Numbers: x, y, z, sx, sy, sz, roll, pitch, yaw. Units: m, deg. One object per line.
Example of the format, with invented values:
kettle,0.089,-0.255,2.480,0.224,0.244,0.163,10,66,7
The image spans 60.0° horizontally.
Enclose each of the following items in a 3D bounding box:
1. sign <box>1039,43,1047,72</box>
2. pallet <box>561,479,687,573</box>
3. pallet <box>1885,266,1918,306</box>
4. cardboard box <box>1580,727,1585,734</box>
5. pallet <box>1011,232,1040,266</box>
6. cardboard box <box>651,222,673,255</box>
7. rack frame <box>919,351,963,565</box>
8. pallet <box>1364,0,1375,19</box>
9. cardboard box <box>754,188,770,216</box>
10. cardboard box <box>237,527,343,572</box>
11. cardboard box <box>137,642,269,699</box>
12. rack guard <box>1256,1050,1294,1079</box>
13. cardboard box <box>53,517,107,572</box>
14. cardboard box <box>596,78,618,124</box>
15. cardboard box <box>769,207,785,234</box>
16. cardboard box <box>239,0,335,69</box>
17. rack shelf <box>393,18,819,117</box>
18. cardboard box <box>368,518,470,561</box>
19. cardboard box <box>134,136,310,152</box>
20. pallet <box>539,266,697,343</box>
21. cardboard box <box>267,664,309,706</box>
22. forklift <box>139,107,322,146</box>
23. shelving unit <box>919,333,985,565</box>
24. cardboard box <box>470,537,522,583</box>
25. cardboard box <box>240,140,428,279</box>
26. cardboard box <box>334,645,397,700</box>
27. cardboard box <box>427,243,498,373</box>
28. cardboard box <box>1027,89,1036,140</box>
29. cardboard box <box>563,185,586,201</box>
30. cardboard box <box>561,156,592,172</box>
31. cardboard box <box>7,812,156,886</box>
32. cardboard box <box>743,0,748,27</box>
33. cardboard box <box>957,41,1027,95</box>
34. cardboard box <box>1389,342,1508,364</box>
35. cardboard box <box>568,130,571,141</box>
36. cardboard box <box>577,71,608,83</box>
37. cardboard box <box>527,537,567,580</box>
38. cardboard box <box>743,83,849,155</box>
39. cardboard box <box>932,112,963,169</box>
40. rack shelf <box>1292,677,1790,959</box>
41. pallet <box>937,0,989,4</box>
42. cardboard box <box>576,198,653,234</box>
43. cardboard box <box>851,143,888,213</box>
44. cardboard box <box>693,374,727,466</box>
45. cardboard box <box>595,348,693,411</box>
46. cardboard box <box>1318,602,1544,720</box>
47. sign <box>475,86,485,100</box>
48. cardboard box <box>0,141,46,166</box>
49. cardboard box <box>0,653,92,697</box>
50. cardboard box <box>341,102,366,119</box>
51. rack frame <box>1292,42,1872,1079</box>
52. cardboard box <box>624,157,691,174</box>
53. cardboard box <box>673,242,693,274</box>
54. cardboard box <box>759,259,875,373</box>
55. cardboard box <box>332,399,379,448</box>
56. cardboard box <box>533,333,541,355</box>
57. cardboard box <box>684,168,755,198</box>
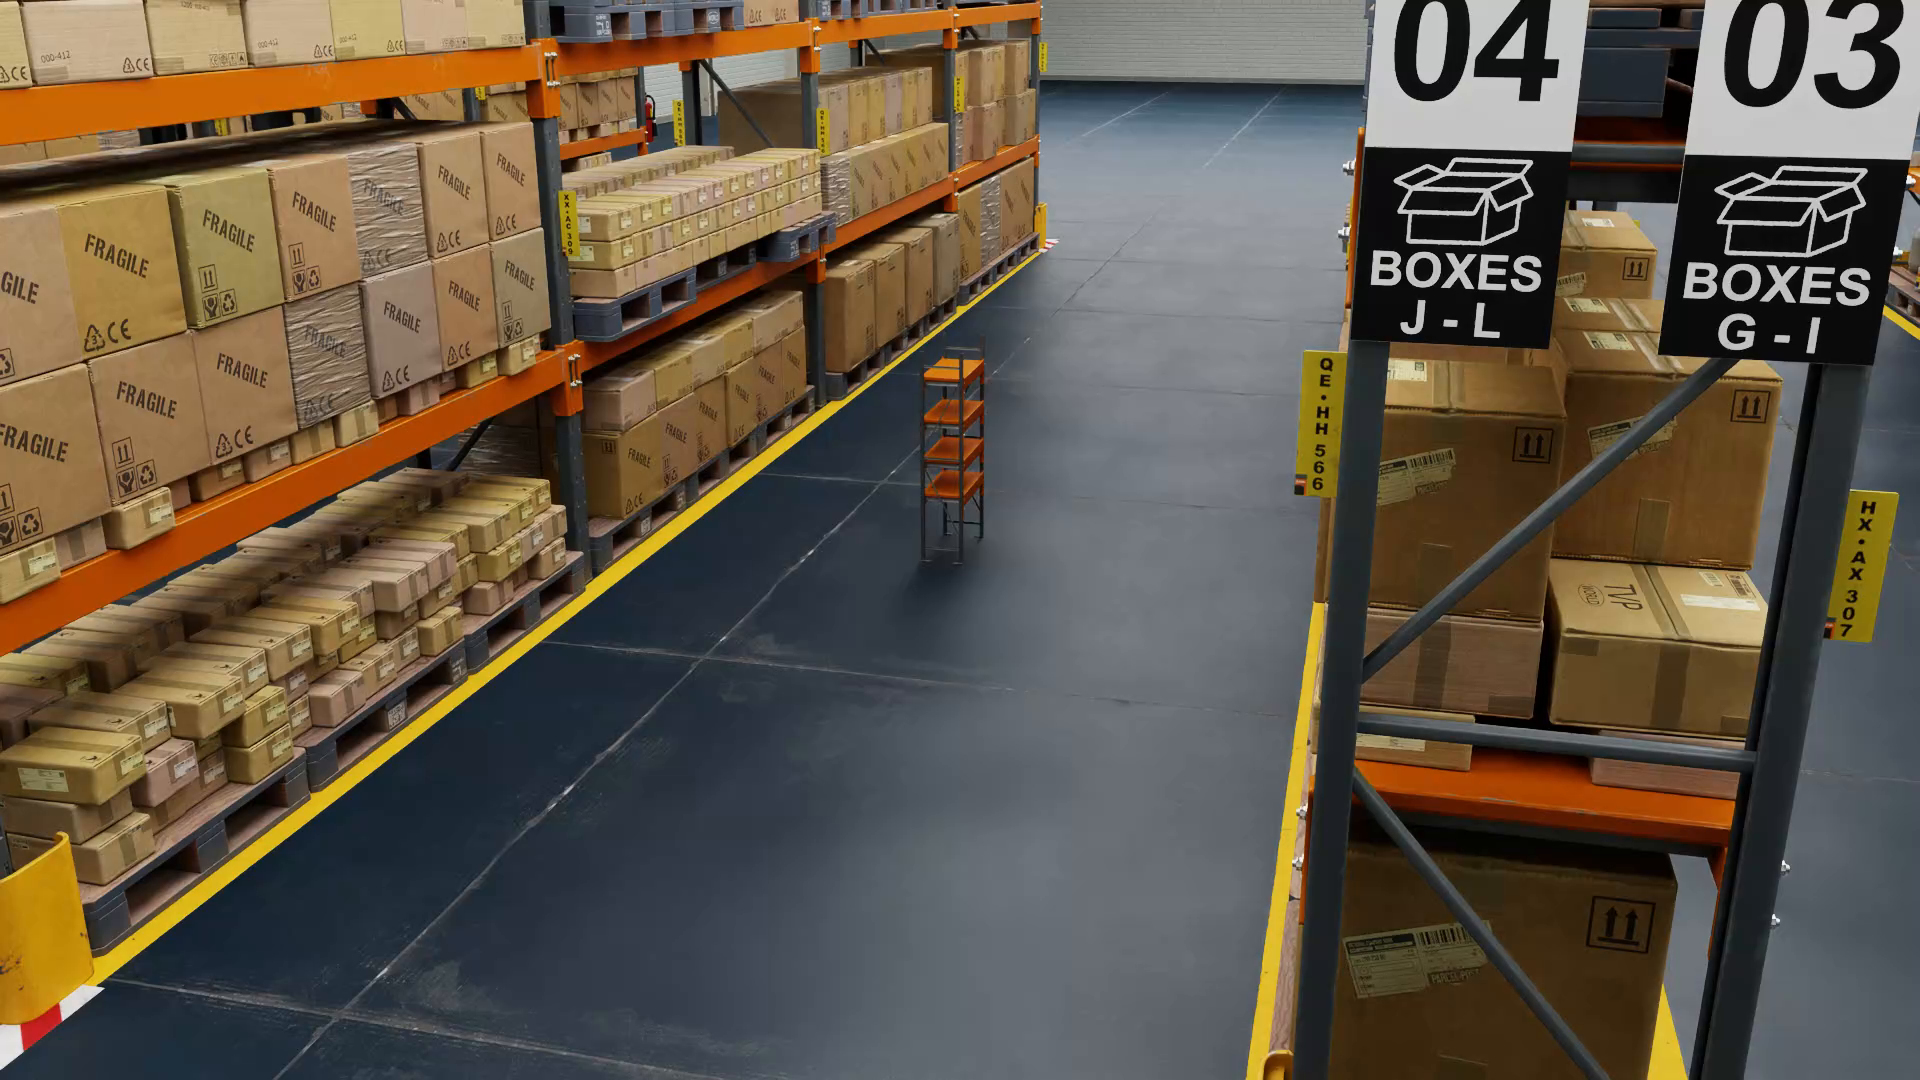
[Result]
sign,0.959,-5.594,19.267,0.100,0.325,0.005,5,19,13
pallet,-2.307,-0.145,9.784,1.003,0.211,1.213,5,19,13
pallet,9.847,-2.565,16.872,1.003,0.211,1.213,5,19,13
cardboard box,1.780,0.410,4.235,0.380,0.149,0.250,4,19,13
pallet,0.317,-3.405,19.329,1.003,0.211,1.213,5,19,13
cardboard box,-1.829,-1.690,9.274,0.380,0.149,0.250,5,20,15
rack frame,-0.100,-0.439,9.118,0.240,1.200,0.015,5,19,13
pallet,3.739,-4.124,12.772,1.213,0.211,1.003,5,19,13
cardboard box,-1.448,-2.181,10.711,0.380,0.149,0.250,5,19,13
cardboard box,-3.103,0.062,7.706,0.380,0.149,0.250,5,20,15
cardboard box,-2.899,0.516,6.376,0.380,0.149,0.250,4,19,11
rack guard,1.306,1.647,4.091,1.175,0.500,0.348,5,19,13
cardboard box,-3.054,-0.006,5.453,0.380,0.149,0.250,5,20,15
cardboard box,-4.381,-5.180,19.598,0.500,0.500,0.500,5,19,14
cardboard box,-1.383,-2.127,11.012,0.380,0.149,0.250,4,19,13
cardboard box,-2.733,-1.923,6.269,0.500,0.250,0.500,5,19,13
rack shelf,-2.007,-2.926,10.086,1.077,0.370,4.000,5,19,13
cardboard box,-2.547,0.018,7.835,0.380,0.149,0.250,5,20,15
cardboard box,-3.107,-1.440,7.101,0.500,0.500,0.500,5,19,14
pallet,-2.168,-1.357,9.318,1.003,0.211,1.213,5,19,13
cardboard box,-2.860,0.572,6.674,0.380,0.149,0.250,4,19,11
forklift,-4.658,-2.068,11.208,1.130,2.935,3.031,1,19,2
shelving unit,-0.040,-0.516,9.342,0.258,1.200,0.503,5,19,13
cardboard box,-2.367,0.085,8.100,0.380,0.149,0.250,4,19,11
cardboard box,-2.608,-1.391,6.957,0.500,0.500,0.500,5,20,15
cardboard box,-2.670,0.559,7.171,0.380,0.149,0.250,5,19,13
cardboard box,-2.468,-1.072,7.569,0.500,0.500,0.500,4,19,12
cardboard box,0.389,-4.932,19.255,0.875,0.550,0.550,5,19,13
cardboard box,-2.393,-1.970,9.633,0.380,0.149,0.250,5,19,13
cardboard box,-4.487,-4.347,19.214,0.380,0.149,0.250,6,20,16
cardboard box,-3.035,1.045,5.748,0.380,0.149,0.250,5,20,14
cardboard box,-1.647,-3.427,10.286,0.500,0.500,0.500,5,19,13
cardboard box,0.263,-5.270,18.574,0.875,0.550,0.550,5,19,13
cardboard box,1.674,-0.774,5.925,0.500,0.500,0.500,4,19,12
cardboard box,-4.665,-4.610,18.932,0.380,0.149,0.250,5,19,13
cardboard box,-4.457,-5.498,18.983,0.700,0.500,0.500,4,19,13
cardboard box,-2.261,0.080,8.573,0.380,0.149,0.250,5,19,14
cardboard box,-1.277,-3.293,12.986,0.700,0.500,0.500,4,19,13
cardboard box,-0.463,-3.915,16.277,0.875,0.550,0.550,5,19,13
rack shelf,1.801,0.171,5.660,1.077,0.370,4.000,5,19,13
pallet,-0.331,-5.361,16.238,1.003,0.211,1.213,5,19,13
cardboard box,-1.891,-1.756,9.008,0.380,0.149,0.250,5,20,15
cardboard box,-0.902,-2.958,13.553,0.500,0.500,0.500,5,19,13
cardboard box,-1.815,-0.778,10.541,0.500,0.500,0.500,5,19,14
cardboard box,-1.931,-0.969,9.940,0.500,0.250,0.500,5,20,15
cardboard box,1.173,0.214,4.191,0.500,0.250,0.500,4,19,13
sign,-4.827,-4.592,16.700,0.100,0.325,0.005,5,19,13
cardboard box,-6.592,-2.696,11.239,0.500,0.500,0.500,4,19,12
cardboard box,-3.532,0.551,6.274,0.380,0.149,0.250,4,19,12
cardboard box,-5.635,-3.830,14.994,0.500,0.500,0.500,4,19,11
rack frame,1.312,0.457,3.709,1.000,3.000,0.127,5,19,13
cardboard box,-2.012,-2.462,11.072,0.380,0.149,0.250,4,19,11
cardboard box,-1.764,-1.631,9.561,0.380,0.149,0.250,5,19,14
cardboard box,-1.282,-1.792,13.123,1.050,0.750,0.750,4,19,13
cardboard box,-2.651,-0.497,6.892,0.380,0.149,0.250,5,19,14
cardboard box,-2.339,-0.993,8.343,0.380,0.149,0.250,4,19,13
cardboard box,-1.512,-2.240,10.424,0.380,0.149,0.250,6,20,16
